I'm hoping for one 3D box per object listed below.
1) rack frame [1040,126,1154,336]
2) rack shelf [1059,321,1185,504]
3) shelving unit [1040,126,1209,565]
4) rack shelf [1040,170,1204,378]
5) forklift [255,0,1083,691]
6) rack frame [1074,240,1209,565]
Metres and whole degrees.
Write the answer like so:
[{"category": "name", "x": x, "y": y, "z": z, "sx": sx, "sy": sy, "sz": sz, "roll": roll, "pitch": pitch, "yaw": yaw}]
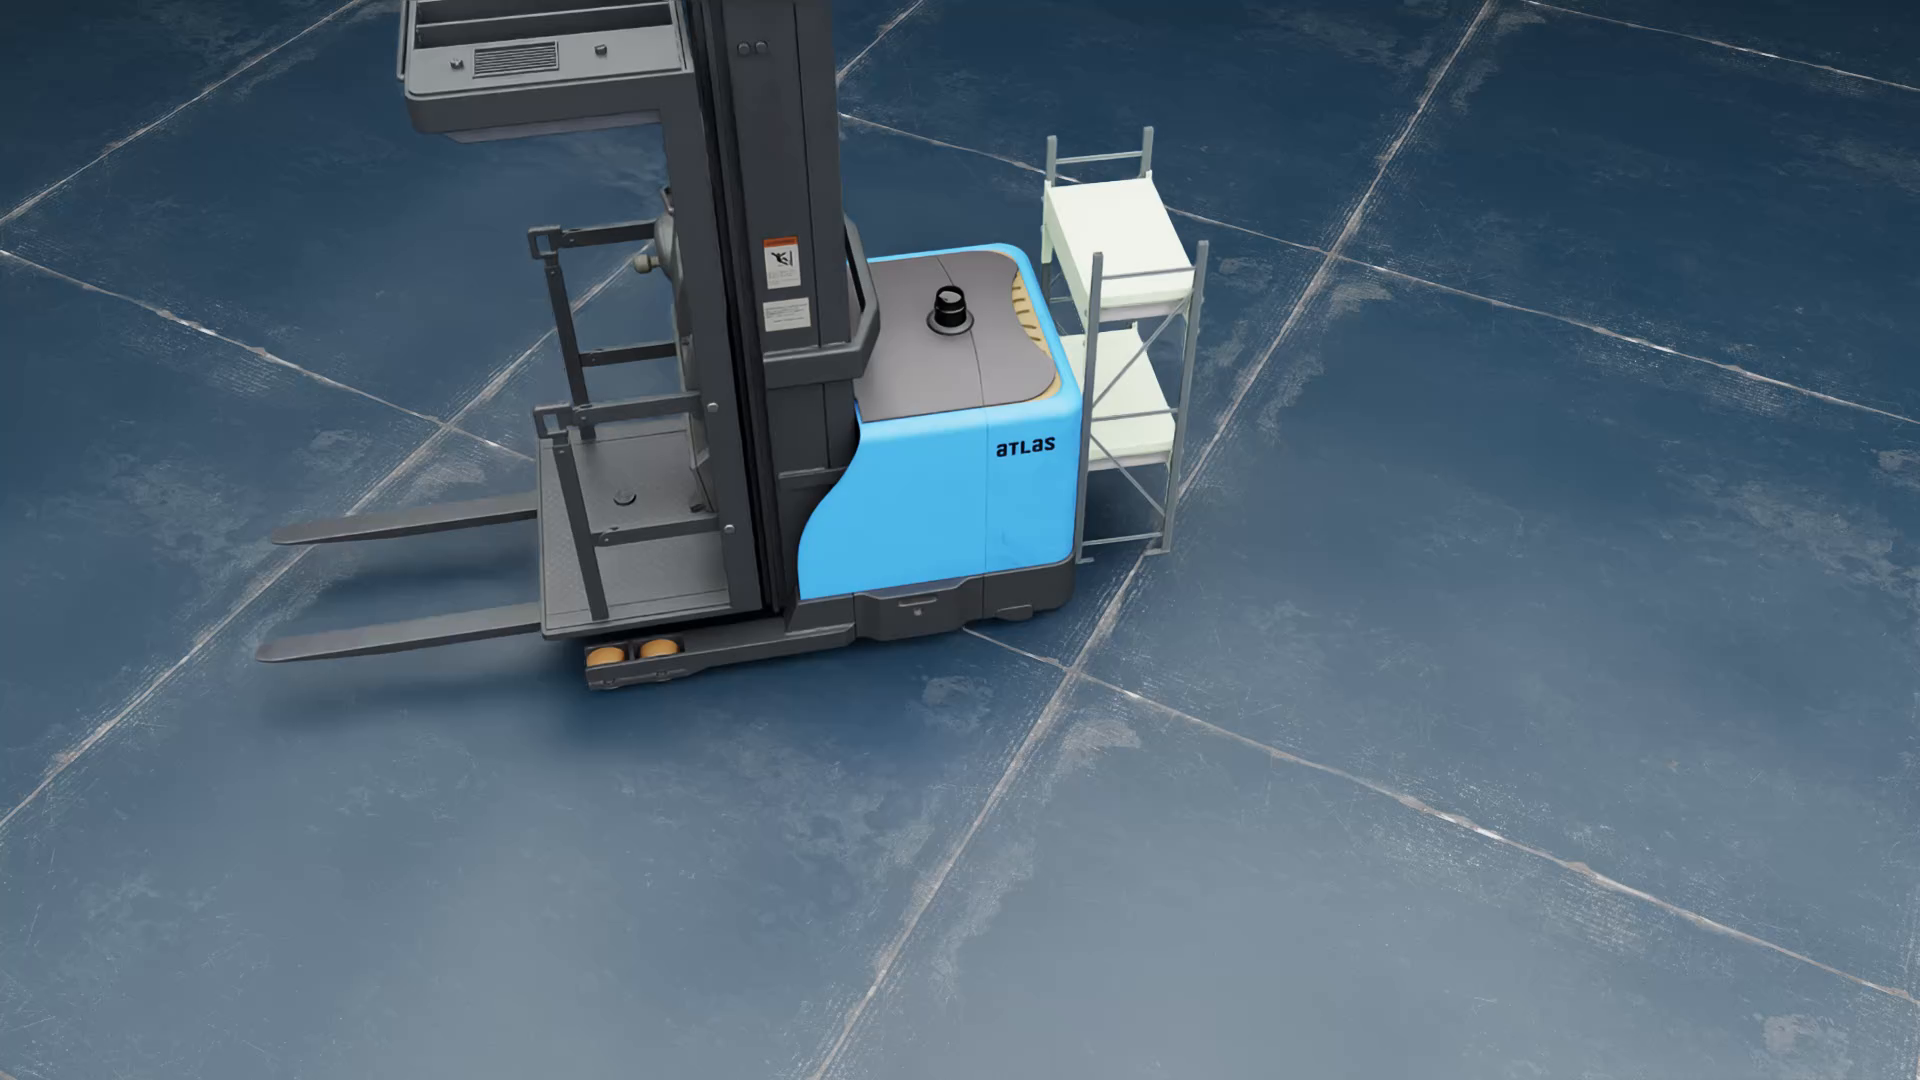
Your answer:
[{"category": "rack frame", "x": 0.517, "y": -0.971, "z": 6.656, "sx": 0.400, "sy": 1.500, "sz": 0.023, "roll": -7, "pitch": 46, "yaw": -7}, {"category": "rack shelf", "x": 0.581, "y": -0.486, "z": 6.634, "sx": 0.431, "sy": 0.370, "sz": 0.720, "roll": -7, "pitch": 46, "yaw": -7}, {"category": "shelving unit", "x": 0.581, "y": -0.715, "z": 6.402, "sx": 0.431, "sy": 1.500, "sz": 0.755, "roll": -7, "pitch": 46, "yaw": -7}, {"category": "rack shelf", "x": 0.581, "y": -0.989, "z": 6.125, "sx": 0.431, "sy": 0.370, "sz": 0.720, "roll": -7, "pitch": 46, "yaw": -7}, {"category": "forklift", "x": -1.129, "y": -0.885, "z": 5.563, "sx": 3.031, "sy": 2.935, "sz": 1.130, "roll": -8, "pitch": 46, "yaw": -8}, {"category": "rack frame", "x": 0.645, "y": -0.459, "z": 6.149, "sx": 0.400, "sy": 1.500, "sz": 0.023, "roll": -7, "pitch": 46, "yaw": -7}]
